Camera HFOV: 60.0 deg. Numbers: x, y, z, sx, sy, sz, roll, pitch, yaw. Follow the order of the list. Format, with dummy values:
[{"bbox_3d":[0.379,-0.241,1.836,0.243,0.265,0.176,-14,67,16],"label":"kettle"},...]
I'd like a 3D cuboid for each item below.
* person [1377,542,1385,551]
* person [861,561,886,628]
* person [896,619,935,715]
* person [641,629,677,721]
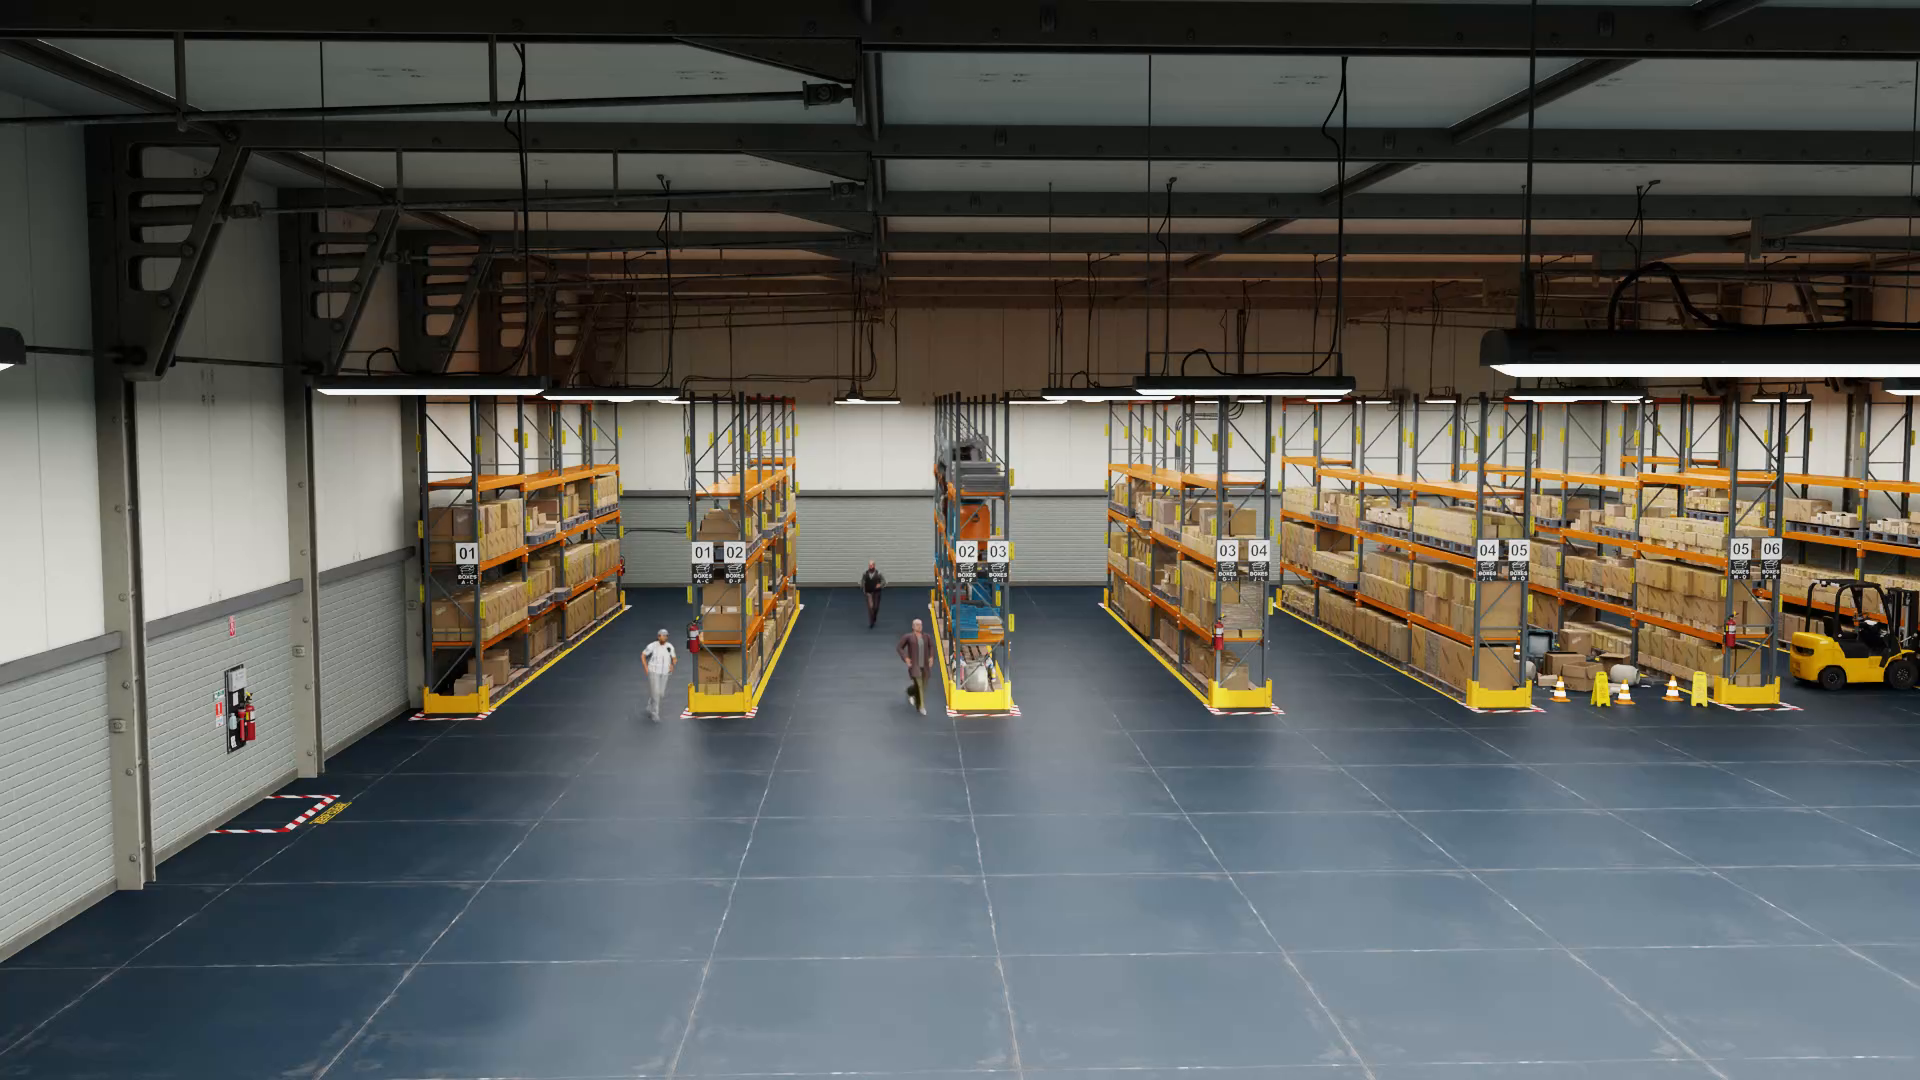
[{"bbox_3d":[12.486,0.898,49.211,0.976,1.714,0.662,0,5,0],"label":"person"},{"bbox_3d":[-2.268,1.401,43.443,0.656,1.722,0.800,0,5,0],"label":"person"},{"bbox_3d":[-0.813,2.392,31.247,0.752,1.730,0.793,-3,5,-31],"label":"person"},{"bbox_3d":[-5.531,2.469,30.632,0.641,1.654,0.707,-3,5,-31],"label":"person"}]
